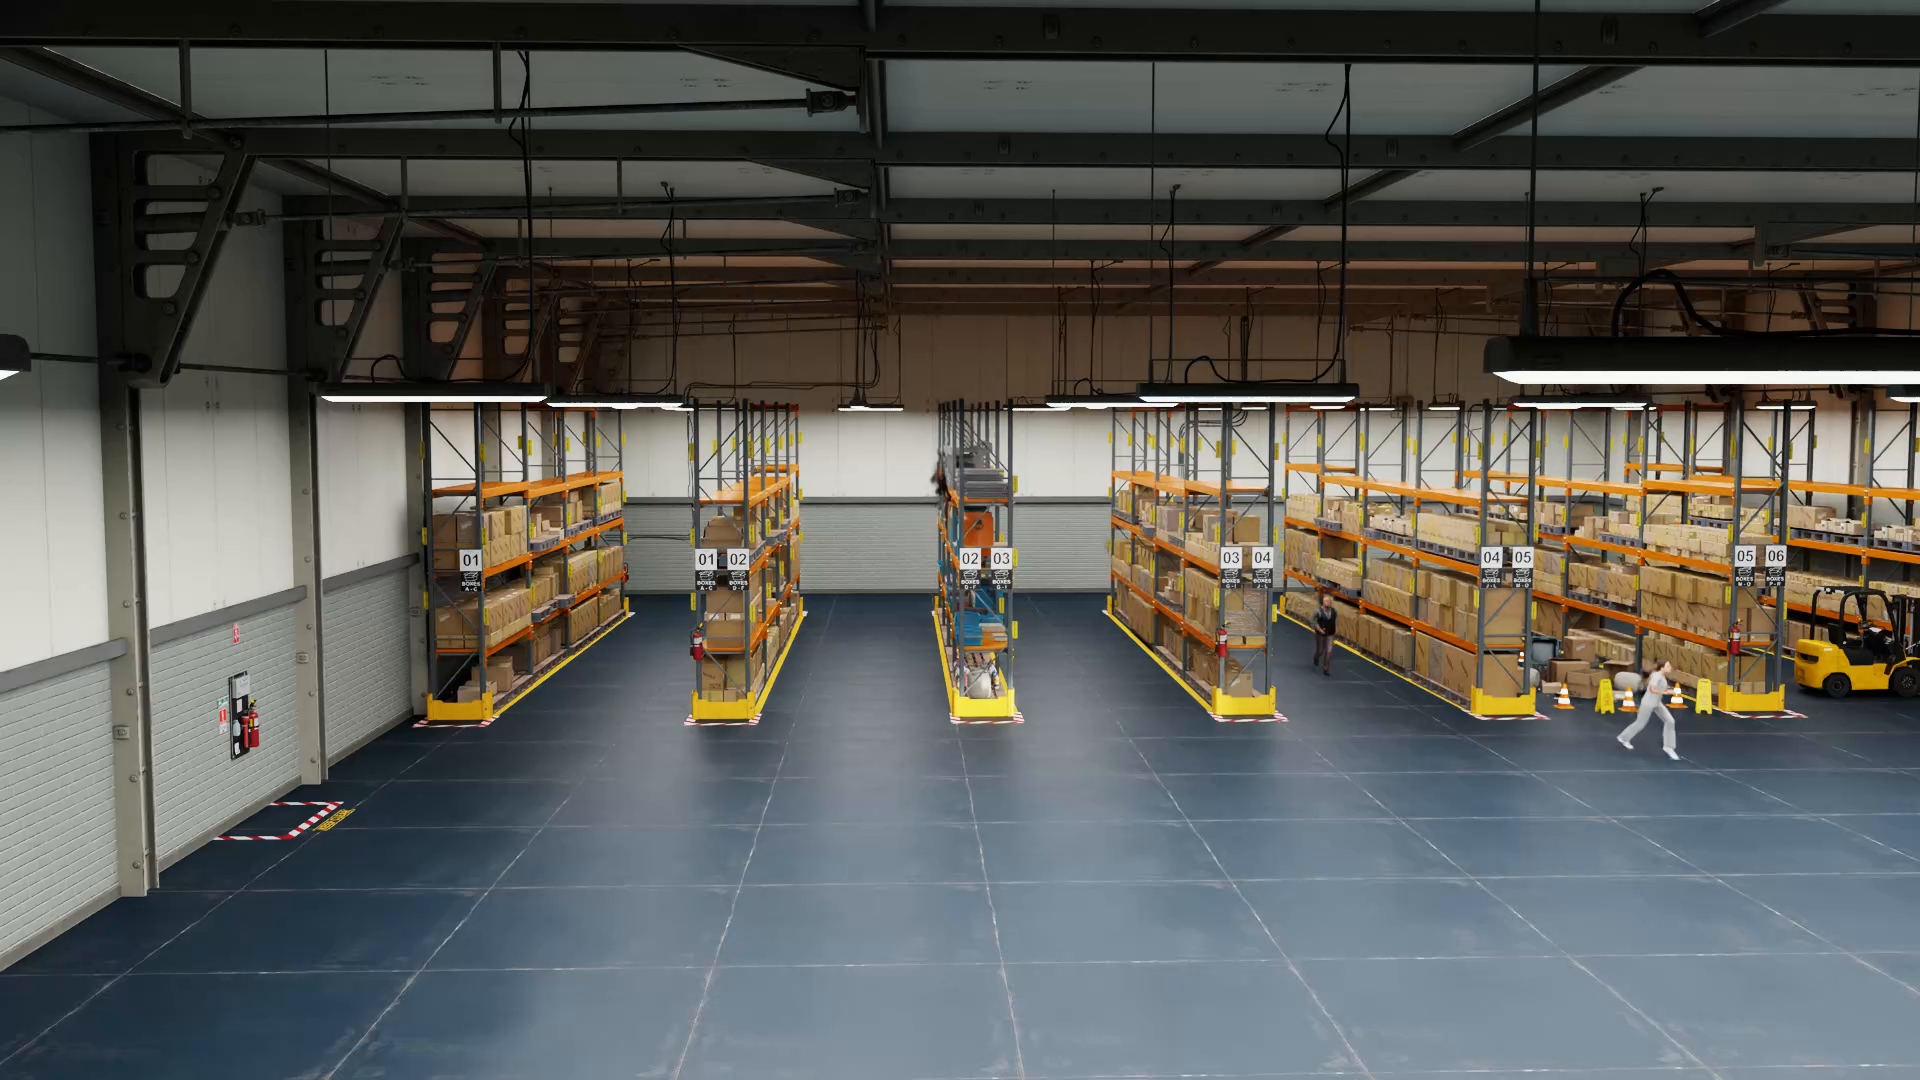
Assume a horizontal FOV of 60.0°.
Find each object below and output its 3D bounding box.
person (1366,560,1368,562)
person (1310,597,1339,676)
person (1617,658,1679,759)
[{"bbox_3d":[11.453,1.361,46.949,0.625,1.633,0.697,-1,4,-15],"label":"person"},{"bbox_3d":[8.048,2.099,36.689,0.683,1.713,0.897,-1,4,-7],"label":"person"},{"bbox_3d":[11.530,2.795,27.843,1.012,1.671,0.567,4,6,45],"label":"person"}]
